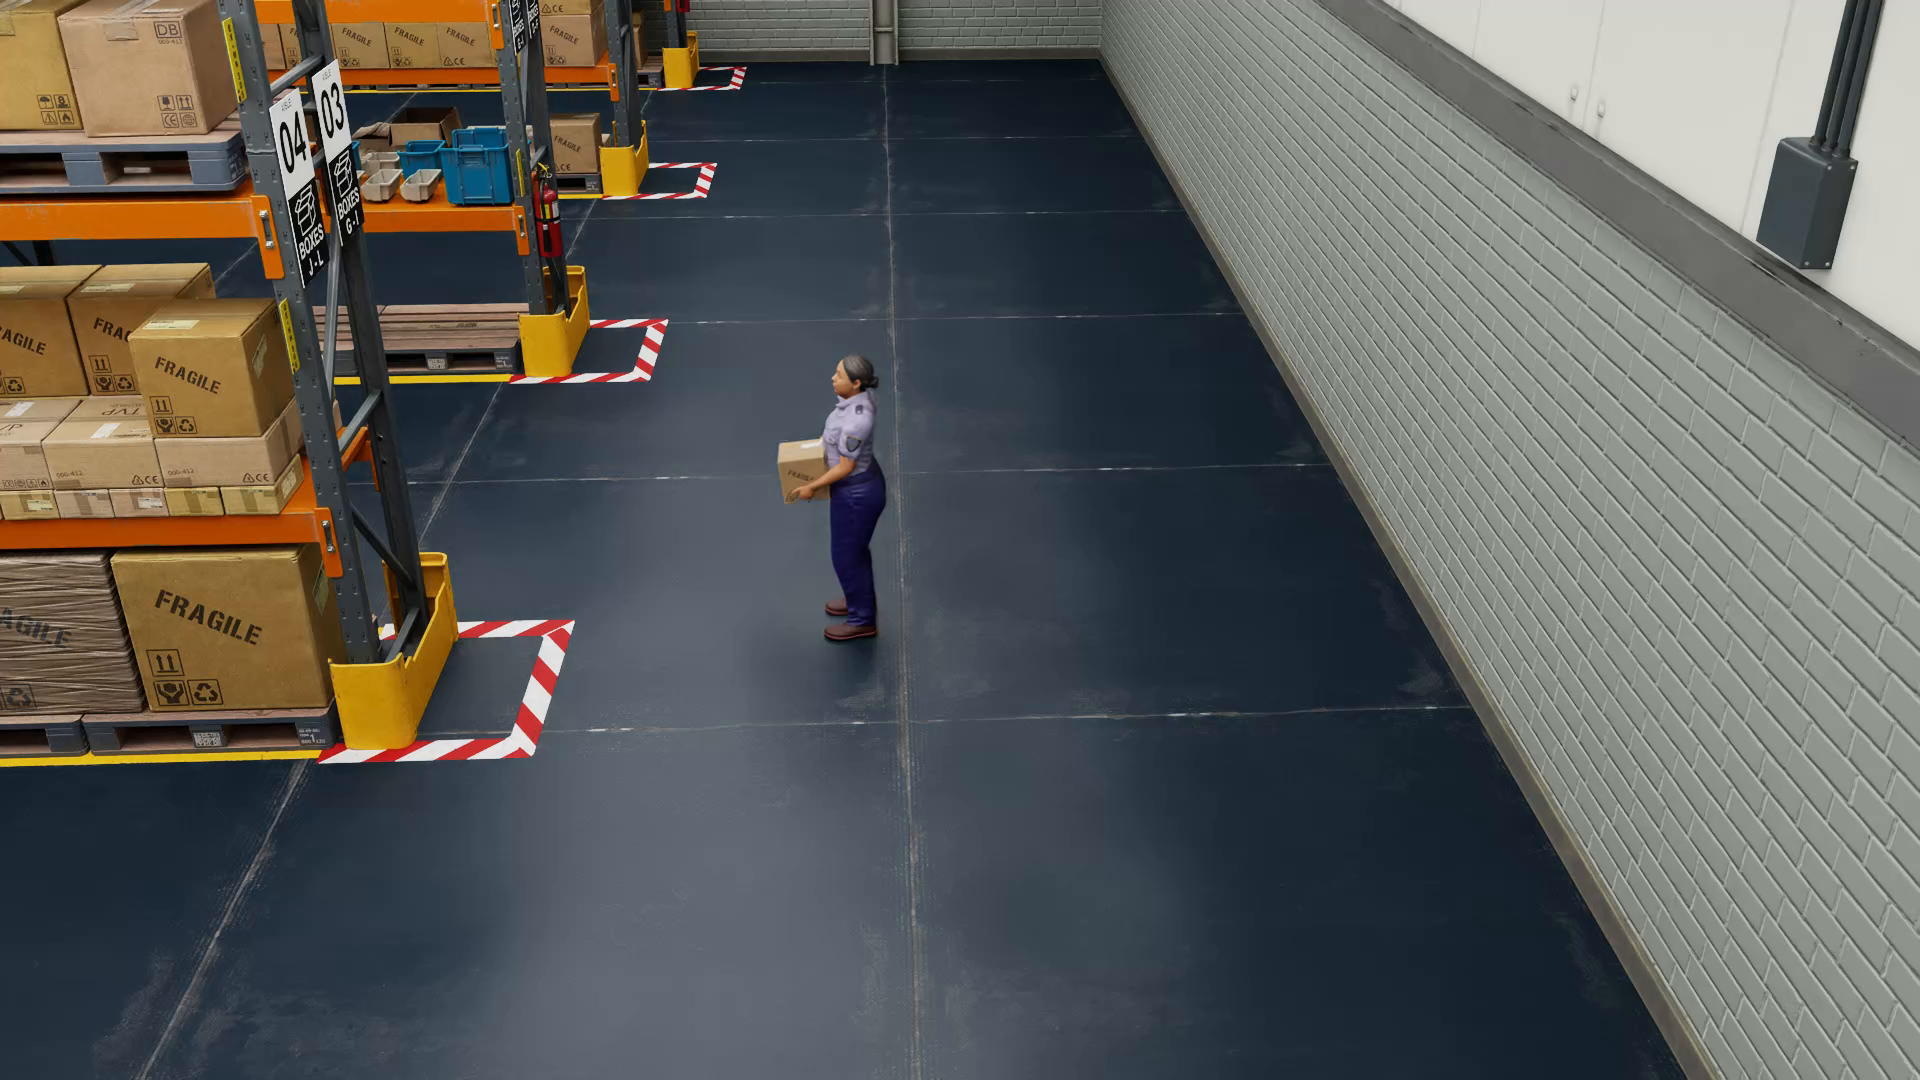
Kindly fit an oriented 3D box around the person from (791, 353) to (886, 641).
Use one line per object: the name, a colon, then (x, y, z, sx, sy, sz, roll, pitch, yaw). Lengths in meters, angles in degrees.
person: (-0.662, -0.240, 9.112, 0.511, 1.626, 0.471, -1, 28, -3)
